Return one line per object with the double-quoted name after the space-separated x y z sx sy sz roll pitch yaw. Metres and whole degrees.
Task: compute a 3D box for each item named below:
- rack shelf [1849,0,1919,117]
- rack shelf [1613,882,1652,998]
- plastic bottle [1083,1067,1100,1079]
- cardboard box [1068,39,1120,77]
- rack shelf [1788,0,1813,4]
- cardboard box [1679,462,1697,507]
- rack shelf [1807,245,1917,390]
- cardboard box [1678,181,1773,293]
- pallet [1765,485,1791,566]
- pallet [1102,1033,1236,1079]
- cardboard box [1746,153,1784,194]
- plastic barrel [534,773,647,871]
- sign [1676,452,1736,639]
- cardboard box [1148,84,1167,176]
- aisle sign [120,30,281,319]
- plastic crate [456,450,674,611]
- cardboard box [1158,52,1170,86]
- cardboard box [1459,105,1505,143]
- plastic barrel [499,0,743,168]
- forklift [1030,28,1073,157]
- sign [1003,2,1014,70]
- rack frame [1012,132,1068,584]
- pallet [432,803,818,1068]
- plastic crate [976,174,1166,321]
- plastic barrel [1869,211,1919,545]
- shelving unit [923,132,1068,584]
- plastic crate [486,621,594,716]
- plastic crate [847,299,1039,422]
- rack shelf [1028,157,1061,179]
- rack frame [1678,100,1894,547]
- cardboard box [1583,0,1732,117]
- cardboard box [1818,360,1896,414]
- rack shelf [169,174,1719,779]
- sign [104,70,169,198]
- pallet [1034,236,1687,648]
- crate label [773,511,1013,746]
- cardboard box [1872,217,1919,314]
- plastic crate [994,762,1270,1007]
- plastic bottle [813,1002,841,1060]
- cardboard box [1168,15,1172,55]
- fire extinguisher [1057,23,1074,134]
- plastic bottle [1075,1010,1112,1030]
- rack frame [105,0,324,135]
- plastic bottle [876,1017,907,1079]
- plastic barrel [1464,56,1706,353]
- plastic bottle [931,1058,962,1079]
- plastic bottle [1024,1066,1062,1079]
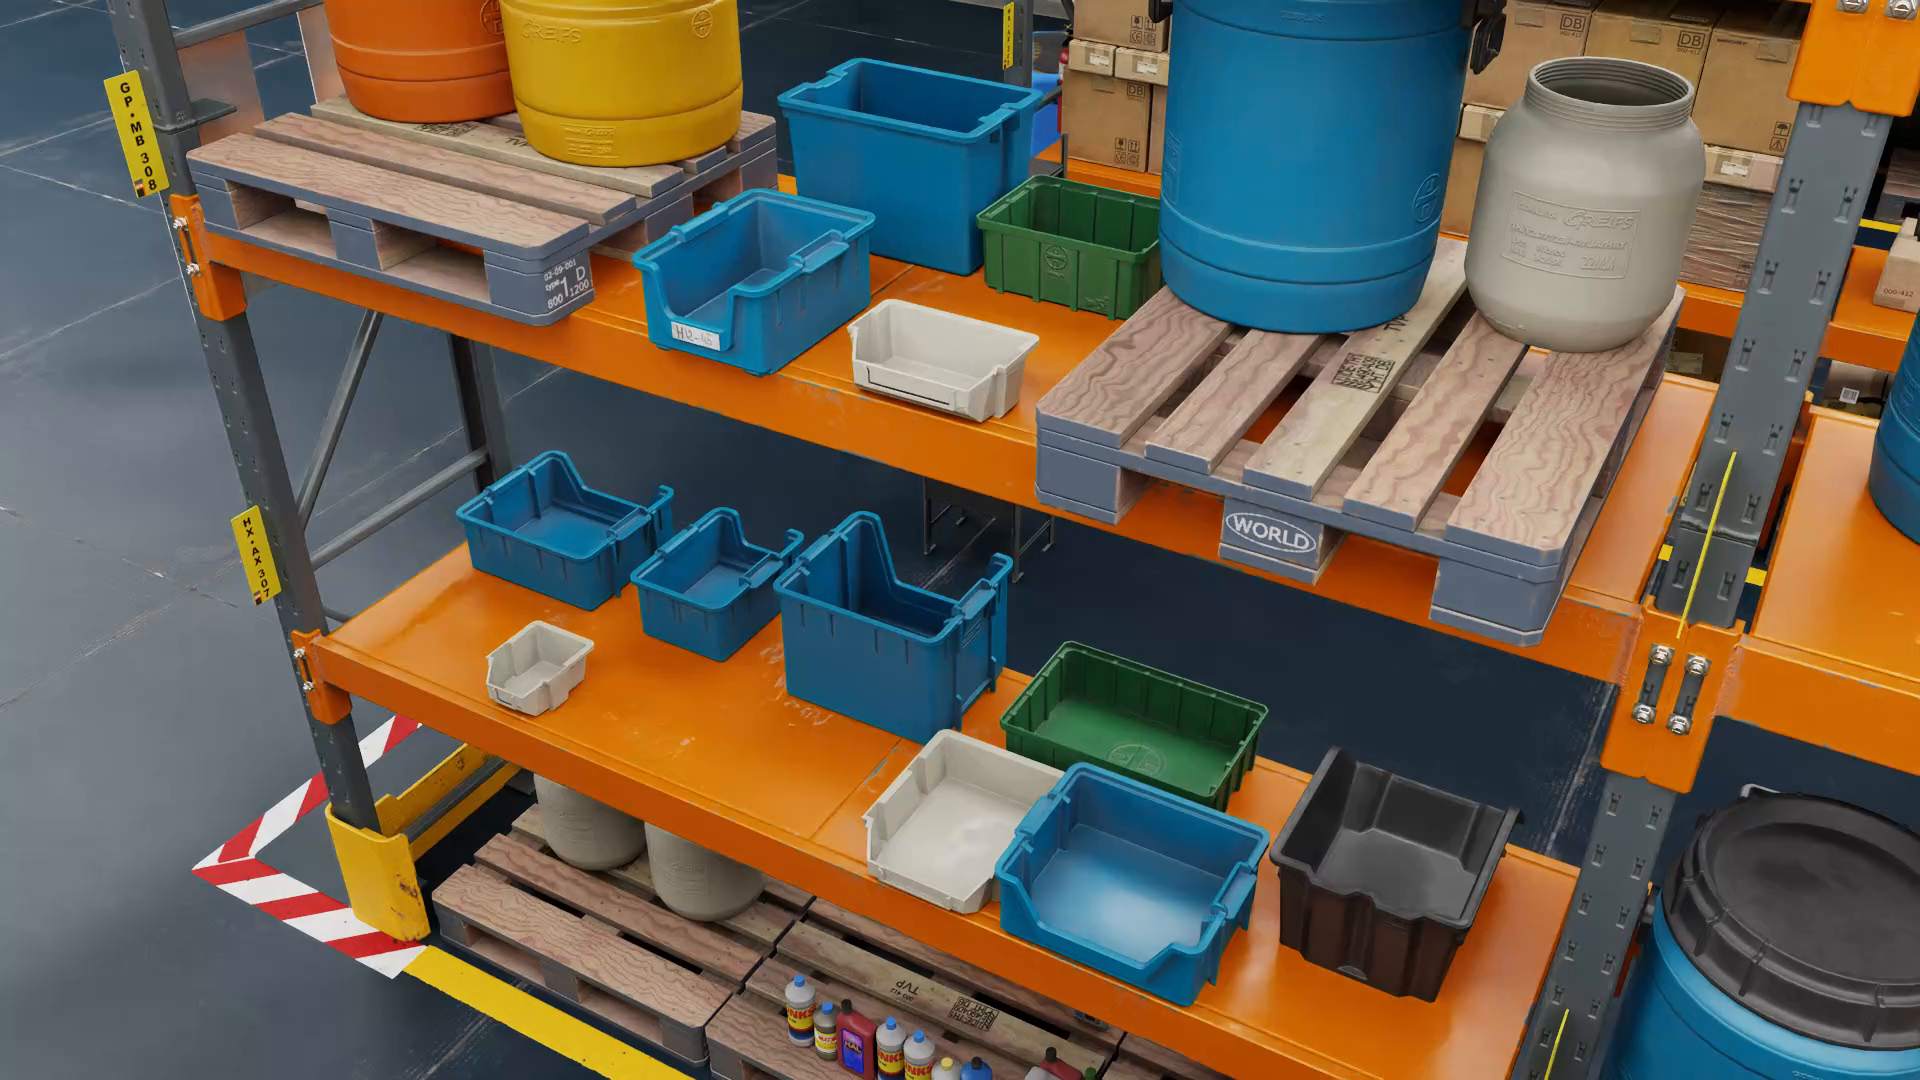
3.280 -0.478 1.860 4.000 0.370 1.077 18 37 24 "rack shelf"
3.280 1.852 3.411 4.000 0.370 1.077 18 37 24 "rack shelf"
0.423 1.714 5.024 0.133 0.283 0.061 18 37 24 "plastic bottle"
0.765 -2.580 8.743 0.250 0.149 0.380 17 37 24 "cardboard box"
2.268 -2.879 7.810 4.000 0.370 1.077 18 37 24 "rack shelf"
3.493 -0.433 8.295 0.500 0.250 0.500 18 37 24 "cardboard box"
5.741 -0.531 6.990 4.000 0.370 1.077 18 37 24 "rack shelf"
3.616 -1.541 7.767 0.500 0.500 0.700 17 37 23 "cardboard box"
4.663 -0.036 8.113 1.213 0.211 1.003 18 37 24 "pallet"
0.981 1.958 5.118 1.213 0.211 1.003 18 37 24 "pallet"
3.662 -1.663 7.366 0.250 0.149 0.380 18 37 24 "cardboard box"
-1.320 0.907 6.047 0.421 0.512 0.421 0 34 0 "plastic barrel"
1.261 0.012 2.811 0.005 0.325 0.100 18 37 24 "sign"
1.389 -2.245 8.825 0.500 0.500 0.700 19 38 26 "cardboard box"
-2.138 -1.058 4.788 0.004 0.787 0.394 18 37 24 "aisle sign"
-1.347 -0.042 5.741 0.616 0.251 0.499 18 37 24 "plastic crate"
1.212 -2.440 8.532 0.250 0.149 0.380 18 38 25 "cardboard box"
2.560 -2.013 7.892 0.250 0.149 0.380 19 38 26 "cardboard box"
-0.877 -1.347 4.311 0.600 0.588 0.600 0 34 0 "plastic barrel"
1.909 -3.638 11.068 3.031 2.935 1.130 0 34 0 "forklift"
0.251 -2.608 8.608 0.005 0.325 0.100 18 37 24 "sign"
0.356 -0.761 7.499 0.015 2.100 0.400 18 37 24 "rack frame"
-1.138 1.287 6.126 1.213 0.211 1.003 18 37 24 "pallet"
0.308 -0.723 4.114 0.450 0.188 0.336 18 37 24 "plastic crate"
2.092 -0.419 3.015 0.708 0.901 0.600 18 37 24 "plastic barrel"
0.144 -0.828 7.600 0.503 2.100 0.431 18 37 24 "shelving unit"
-1.312 0.413 5.161 0.250 0.136 0.298 18 37 24 "plastic crate"
-0.051 -0.383 3.650 0.396 0.136 0.243 18 37 24 "plastic crate"
0.144 -1.400 7.219 0.480 0.518 0.431 18 37 24 "rack shelf"
1.543 -1.494 2.375 0.127 3.000 1.000 18 37 24 "rack frame"
3.176 -2.219 7.615 0.500 0.500 0.700 17 37 24 "cardboard box"
4.498 -0.670 8.146 0.500 0.311 0.500 18 37 24 "cardboard box"
-0.193 -0.497 4.232 4.000 0.370 1.077 18 37 24 "rack shelf"
-2.206 -1.086 4.460 0.005 0.325 0.100 18 37 24 "sign"
0.868 -0.319 3.486 1.003 0.211 1.213 18 37 24 "pallet"
-0.197 0.264 5.116 0.616 0.435 0.502 18 37 24 "crate label"
4.453 -1.203 7.486 0.500 0.250 0.500 20 39 27 "cardboard box"
0.448 0.891 4.340 0.616 0.251 0.499 18 37 24 "plastic crate"
-0.420 1.561 5.327 0.097 0.201 0.097 0 34 0 "plastic bottle"
1.436 -2.771 8.444 0.500 0.500 0.700 17 37 23 "cardboard box"
0.659 -2.704 9.674 0.183 0.674 0.296 18 37 24 "fire extinguisher"
0.464 1.441 5.440 0.135 0.276 0.152 18 37 24 "plastic bottle"
-1.930 -2.594 4.027 0.127 3.000 1.000 18 37 24 "rack frame"
-0.213 1.598 5.209 0.097 0.271 0.097 0 34 0 "plastic bottle"
1.267 -0.680 3.379 0.421 0.512 0.421 0 34 0 "plastic barrel"
-0.040 1.682 5.146 0.097 0.201 0.097 0 34 0 "plastic bottle"
0.255 1.727 5.011 0.135 0.276 0.152 18 38 25 "plastic bottle"
